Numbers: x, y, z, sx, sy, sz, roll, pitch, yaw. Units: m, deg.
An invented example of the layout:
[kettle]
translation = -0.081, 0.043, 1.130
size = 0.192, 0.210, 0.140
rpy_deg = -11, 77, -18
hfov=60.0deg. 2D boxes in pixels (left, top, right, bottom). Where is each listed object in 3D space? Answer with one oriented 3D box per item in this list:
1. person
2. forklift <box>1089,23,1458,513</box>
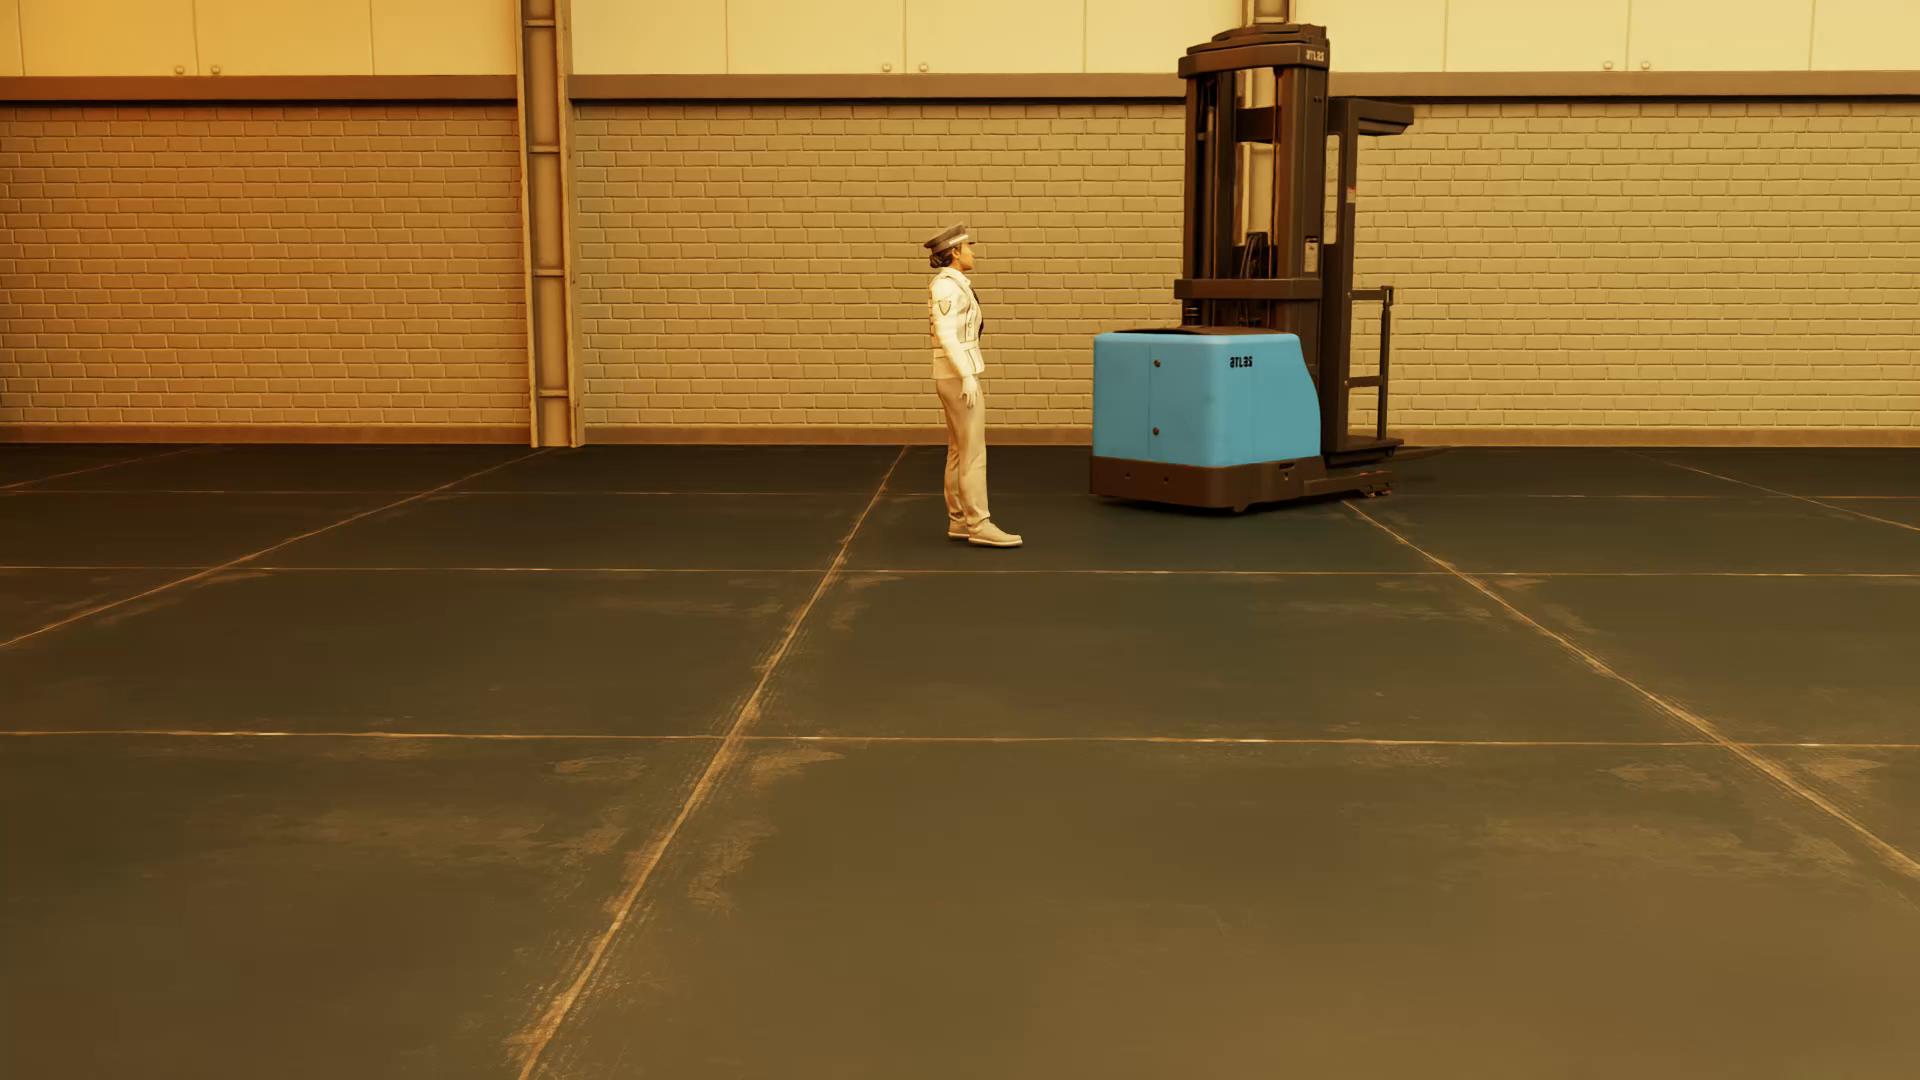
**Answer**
[person]
translation = 0.069, -0.843, 8.864
size = 0.530, 1.694, 0.587
rpy_deg = 0, 9, 1
[forklift]
translation = 2.228, -1.772, 10.899
size = 3.031, 2.935, 1.130
rpy_deg = -8, 12, -43
